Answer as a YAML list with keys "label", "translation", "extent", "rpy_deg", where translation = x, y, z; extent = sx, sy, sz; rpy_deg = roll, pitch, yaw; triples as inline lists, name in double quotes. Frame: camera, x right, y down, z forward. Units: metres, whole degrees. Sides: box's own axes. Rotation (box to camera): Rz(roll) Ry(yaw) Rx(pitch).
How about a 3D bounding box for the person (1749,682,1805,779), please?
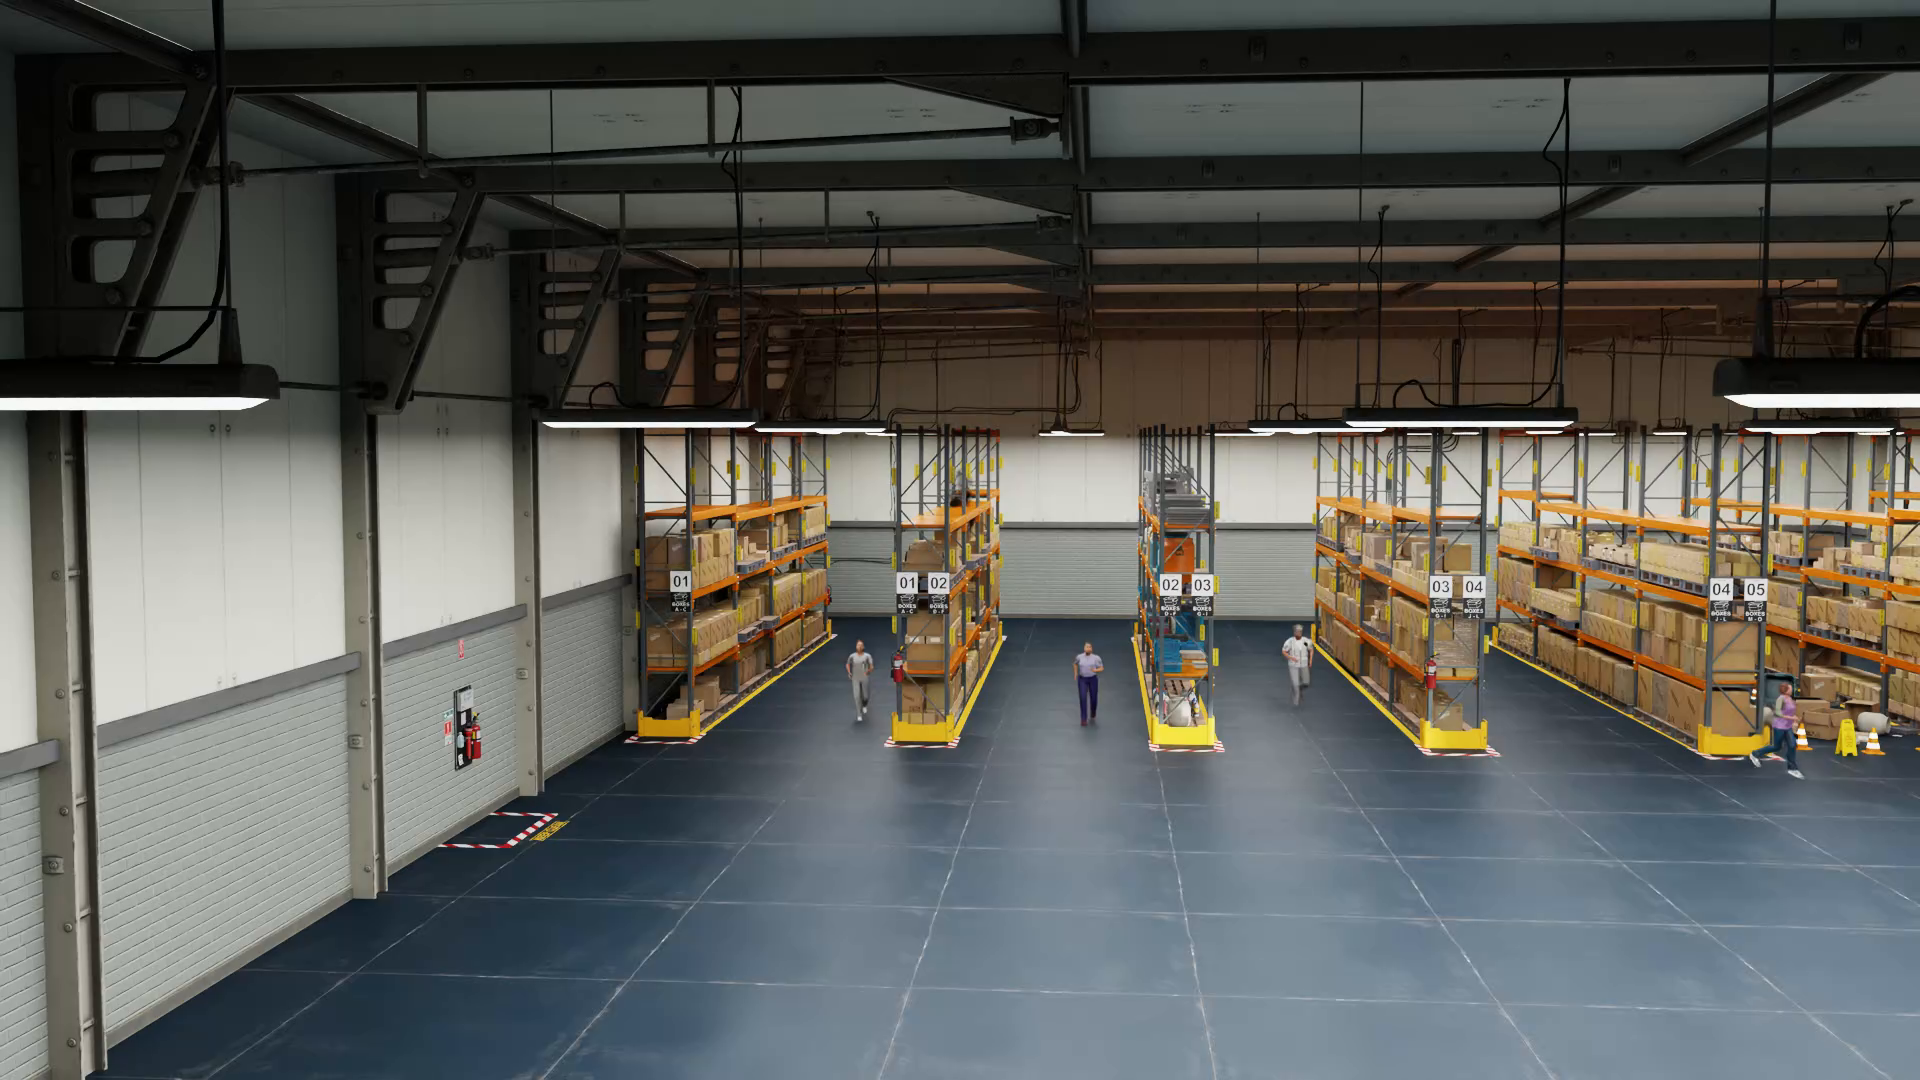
- label: "person"
  translation: [13.949, 3.207, 28.301]
  extent: [0.551, 1.601, 0.871]
  rpy_deg: [-3, 4, -39]

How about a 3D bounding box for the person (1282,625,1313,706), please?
- label: "person"
  translation: [7.264, 2.685, 35.669]
  extent: [0.705, 1.748, 0.611]
  rpy_deg: [0, 3, -3]

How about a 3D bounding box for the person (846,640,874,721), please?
- label: "person"
  translation: [-2.046, 2.844, 33.891]
  extent: [0.569, 1.625, 0.724]
  rpy_deg: [0, 3, -1]

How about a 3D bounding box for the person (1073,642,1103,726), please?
- label: "person"
  translation: [2.569, 2.864, 33.380]
  extent: [0.613, 1.615, 0.933]
  rpy_deg: [0, 3, 6]
